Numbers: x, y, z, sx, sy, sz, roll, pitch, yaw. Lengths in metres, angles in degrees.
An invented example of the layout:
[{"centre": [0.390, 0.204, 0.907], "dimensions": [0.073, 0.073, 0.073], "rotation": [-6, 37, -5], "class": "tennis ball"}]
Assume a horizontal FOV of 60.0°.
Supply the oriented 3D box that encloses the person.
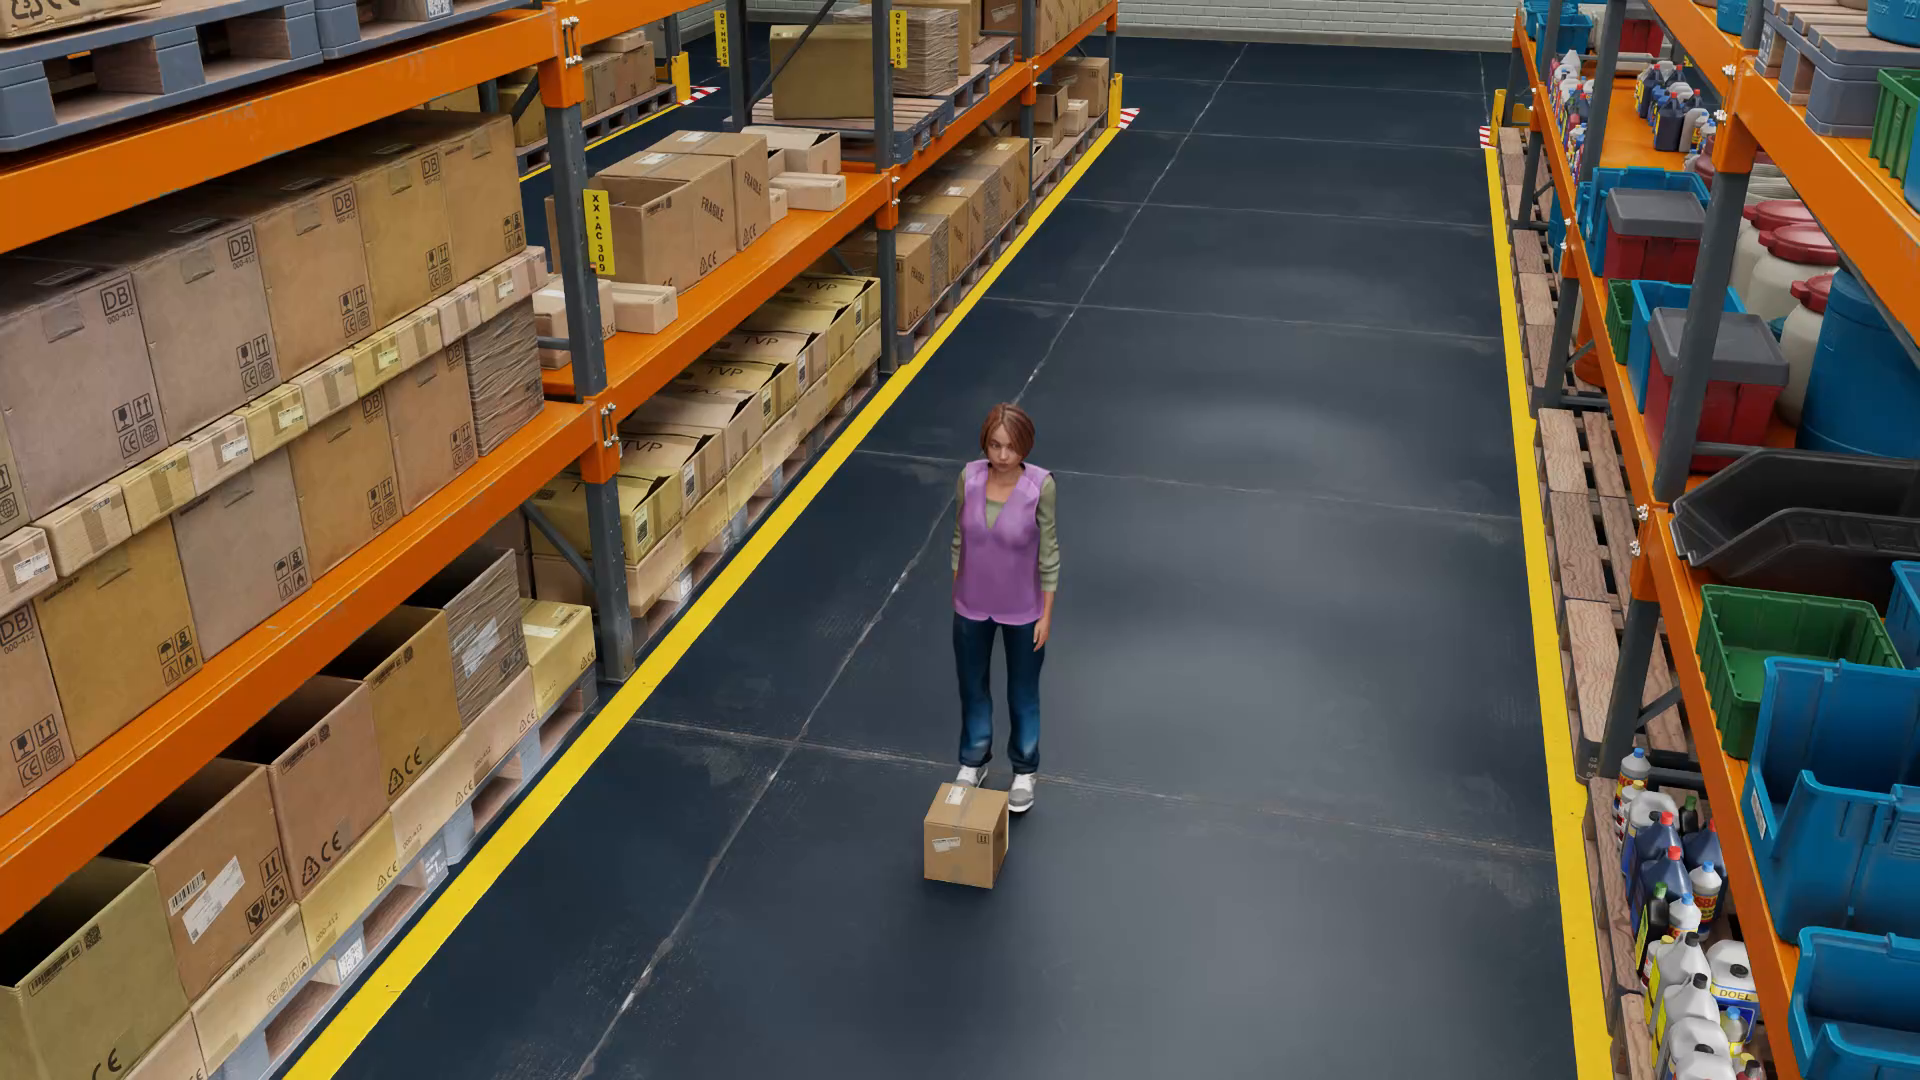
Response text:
[{"centre": [0.162, 0.257, 6.089], "dimensions": [0.404, 1.597, 0.308], "rotation": [7, 27, 14], "class": "person"}]
